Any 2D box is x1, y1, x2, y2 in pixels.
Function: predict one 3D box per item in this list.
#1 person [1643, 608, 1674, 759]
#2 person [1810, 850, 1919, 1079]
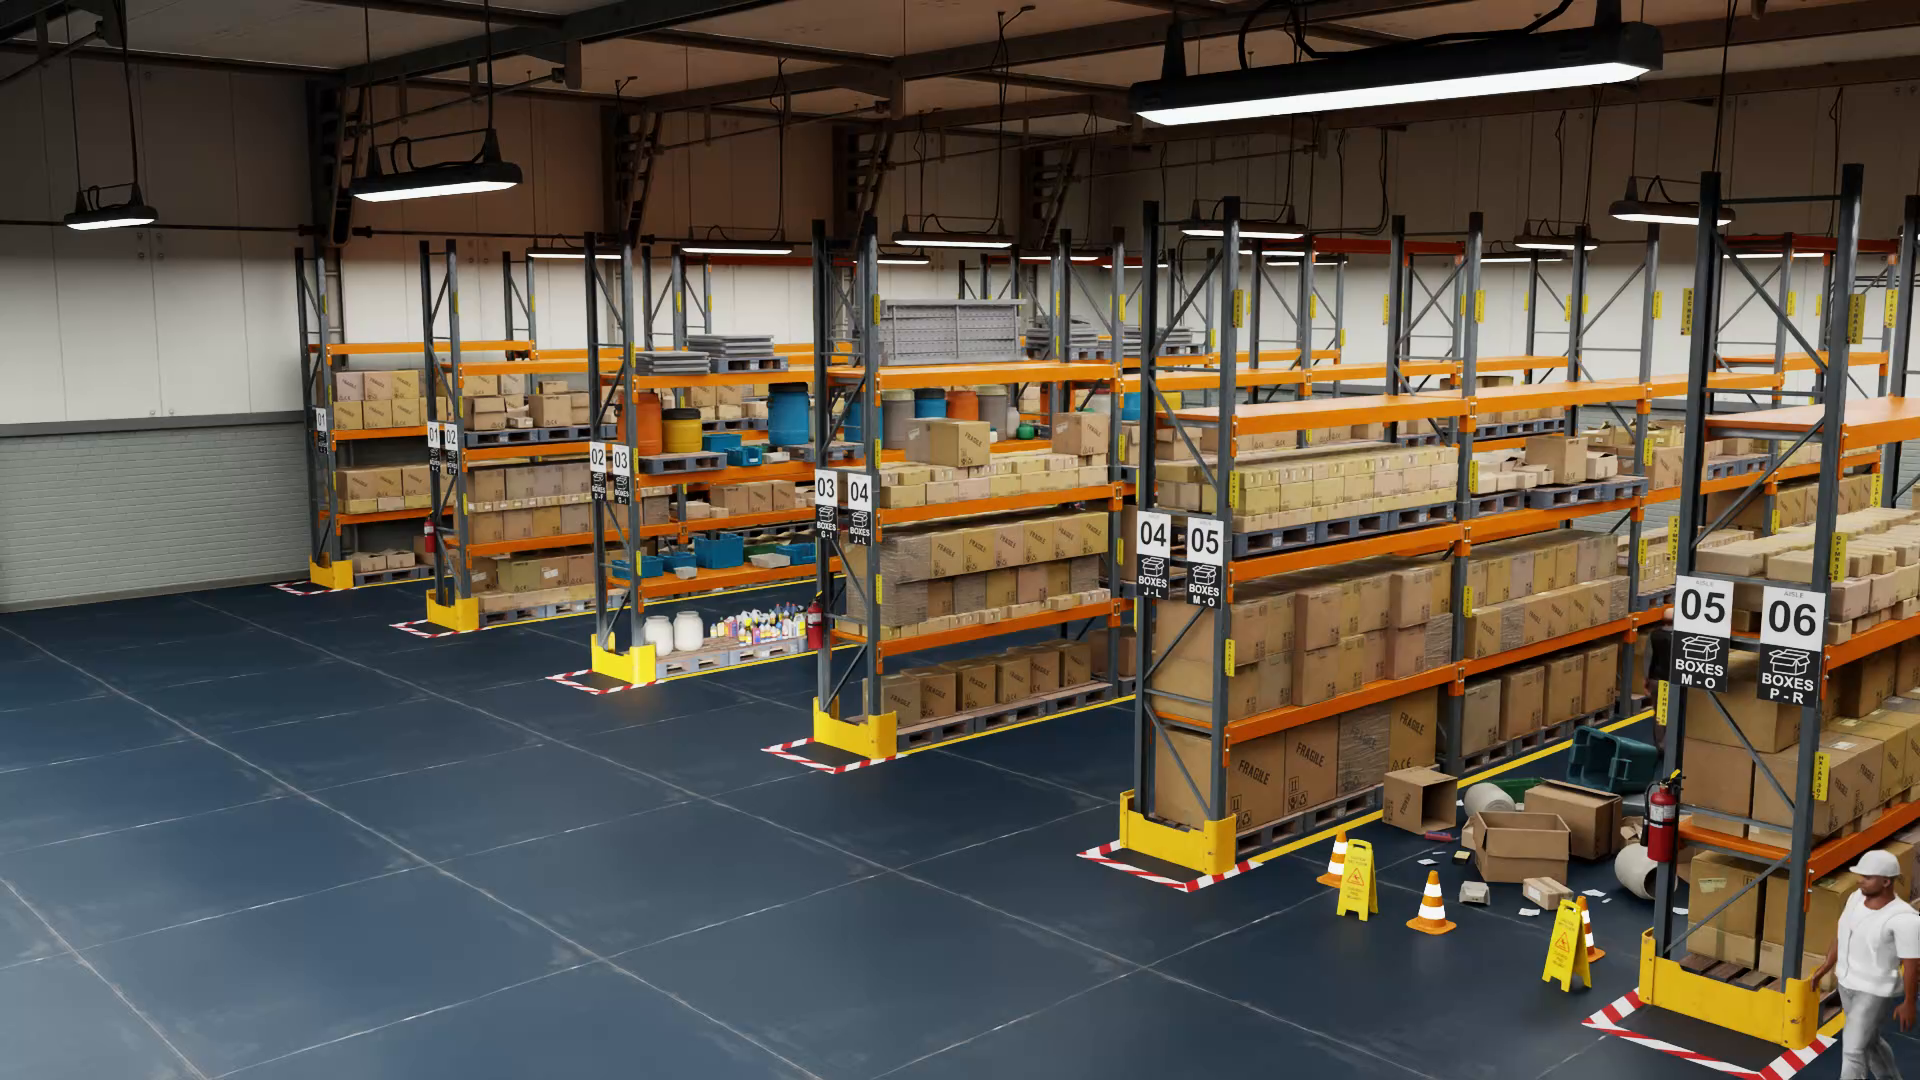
[{"bbox_3d":[7.895,1.586,18.555,0.530,1.664,0.566,-8,12,-44],"label":"person"},{"bbox_3d":[5.660,2.799,10.430,0.830,1.756,0.575,-1,8,-5],"label":"person"}]
